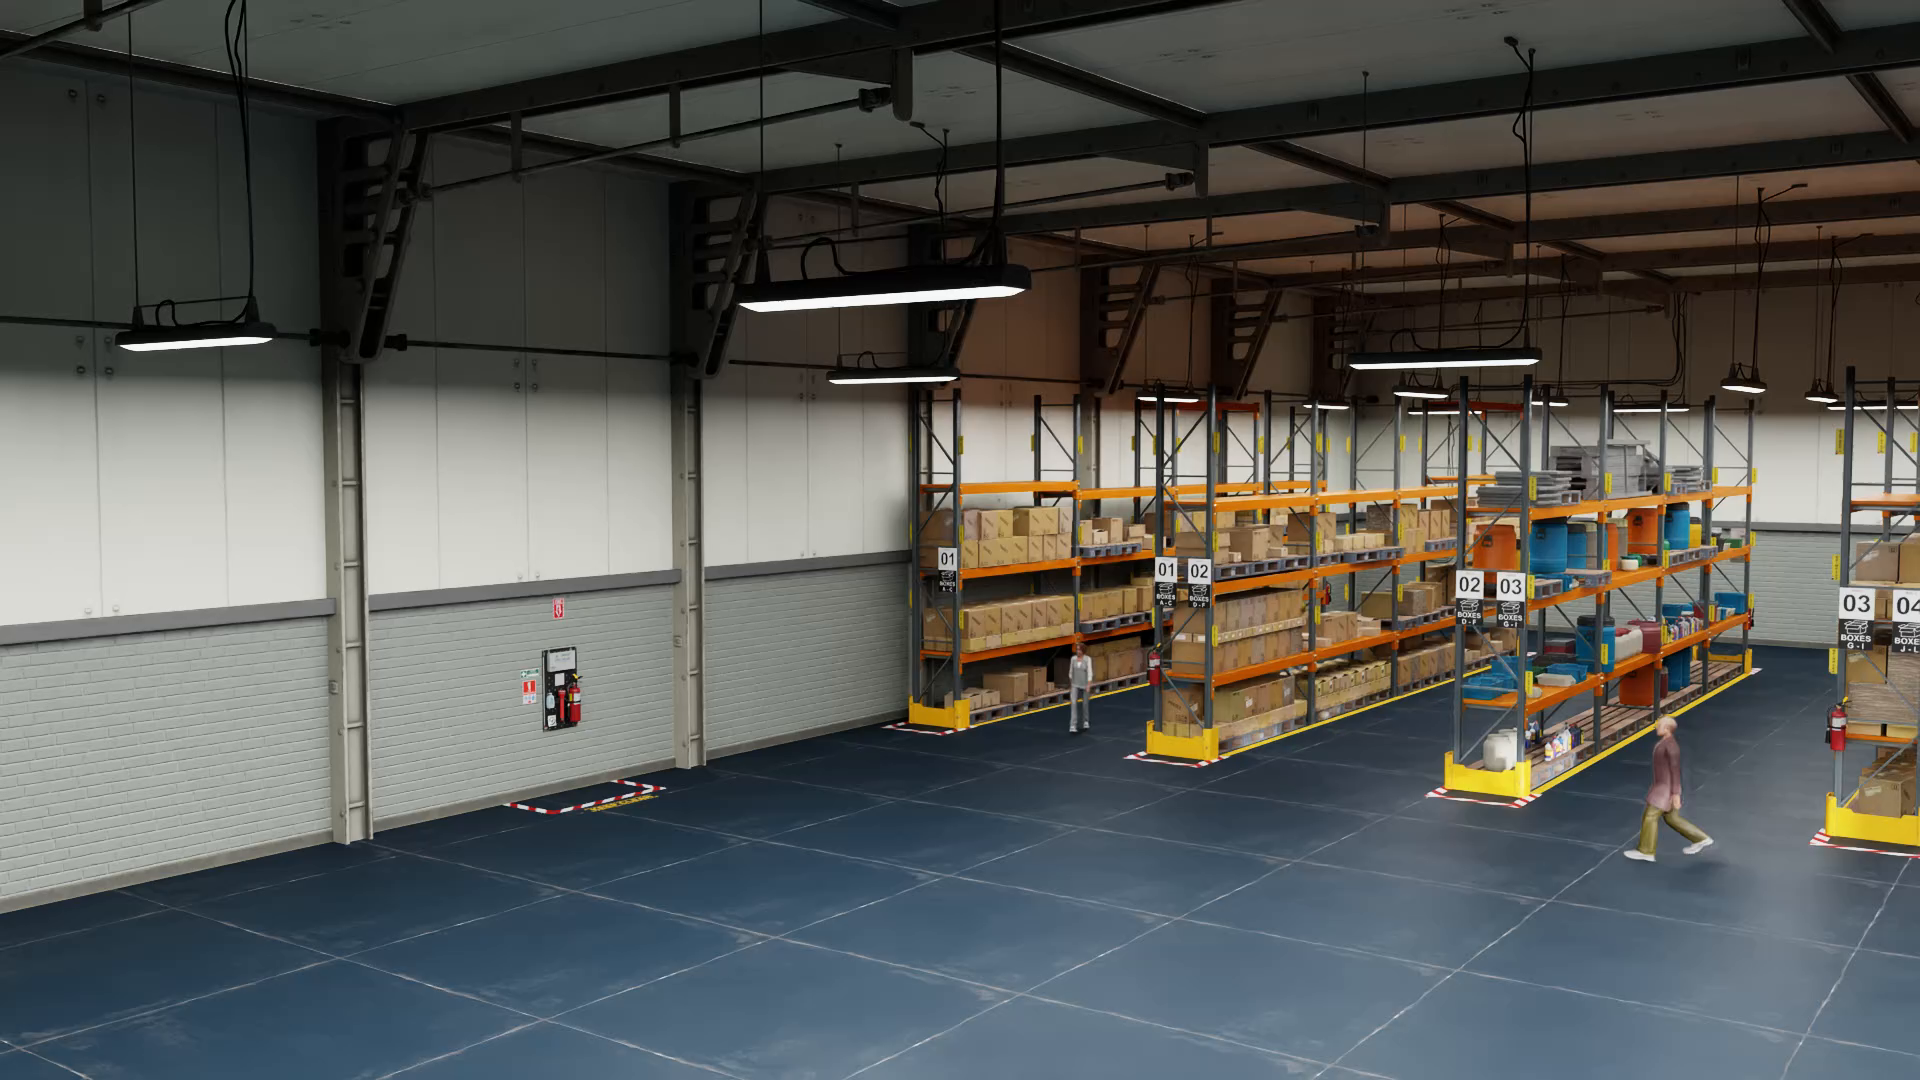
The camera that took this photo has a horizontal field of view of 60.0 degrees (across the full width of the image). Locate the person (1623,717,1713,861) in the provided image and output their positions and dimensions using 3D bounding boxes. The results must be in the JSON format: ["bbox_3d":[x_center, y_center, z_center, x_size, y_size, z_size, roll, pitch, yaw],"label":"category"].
[{"bbox_3d":[8.525,2.983,19.956,1.078,1.736,0.576,0,3,7],"label":"person"}]

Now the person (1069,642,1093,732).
[{"bbox_3d":[2.098,2.556,28.956,0.432,1.547,0.949,1,3,12],"label":"person"}]

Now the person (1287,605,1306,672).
[{"bbox_3d":[6.966,2.170,34.201,0.611,1.765,0.461,1,3,12],"label":"person"}]
